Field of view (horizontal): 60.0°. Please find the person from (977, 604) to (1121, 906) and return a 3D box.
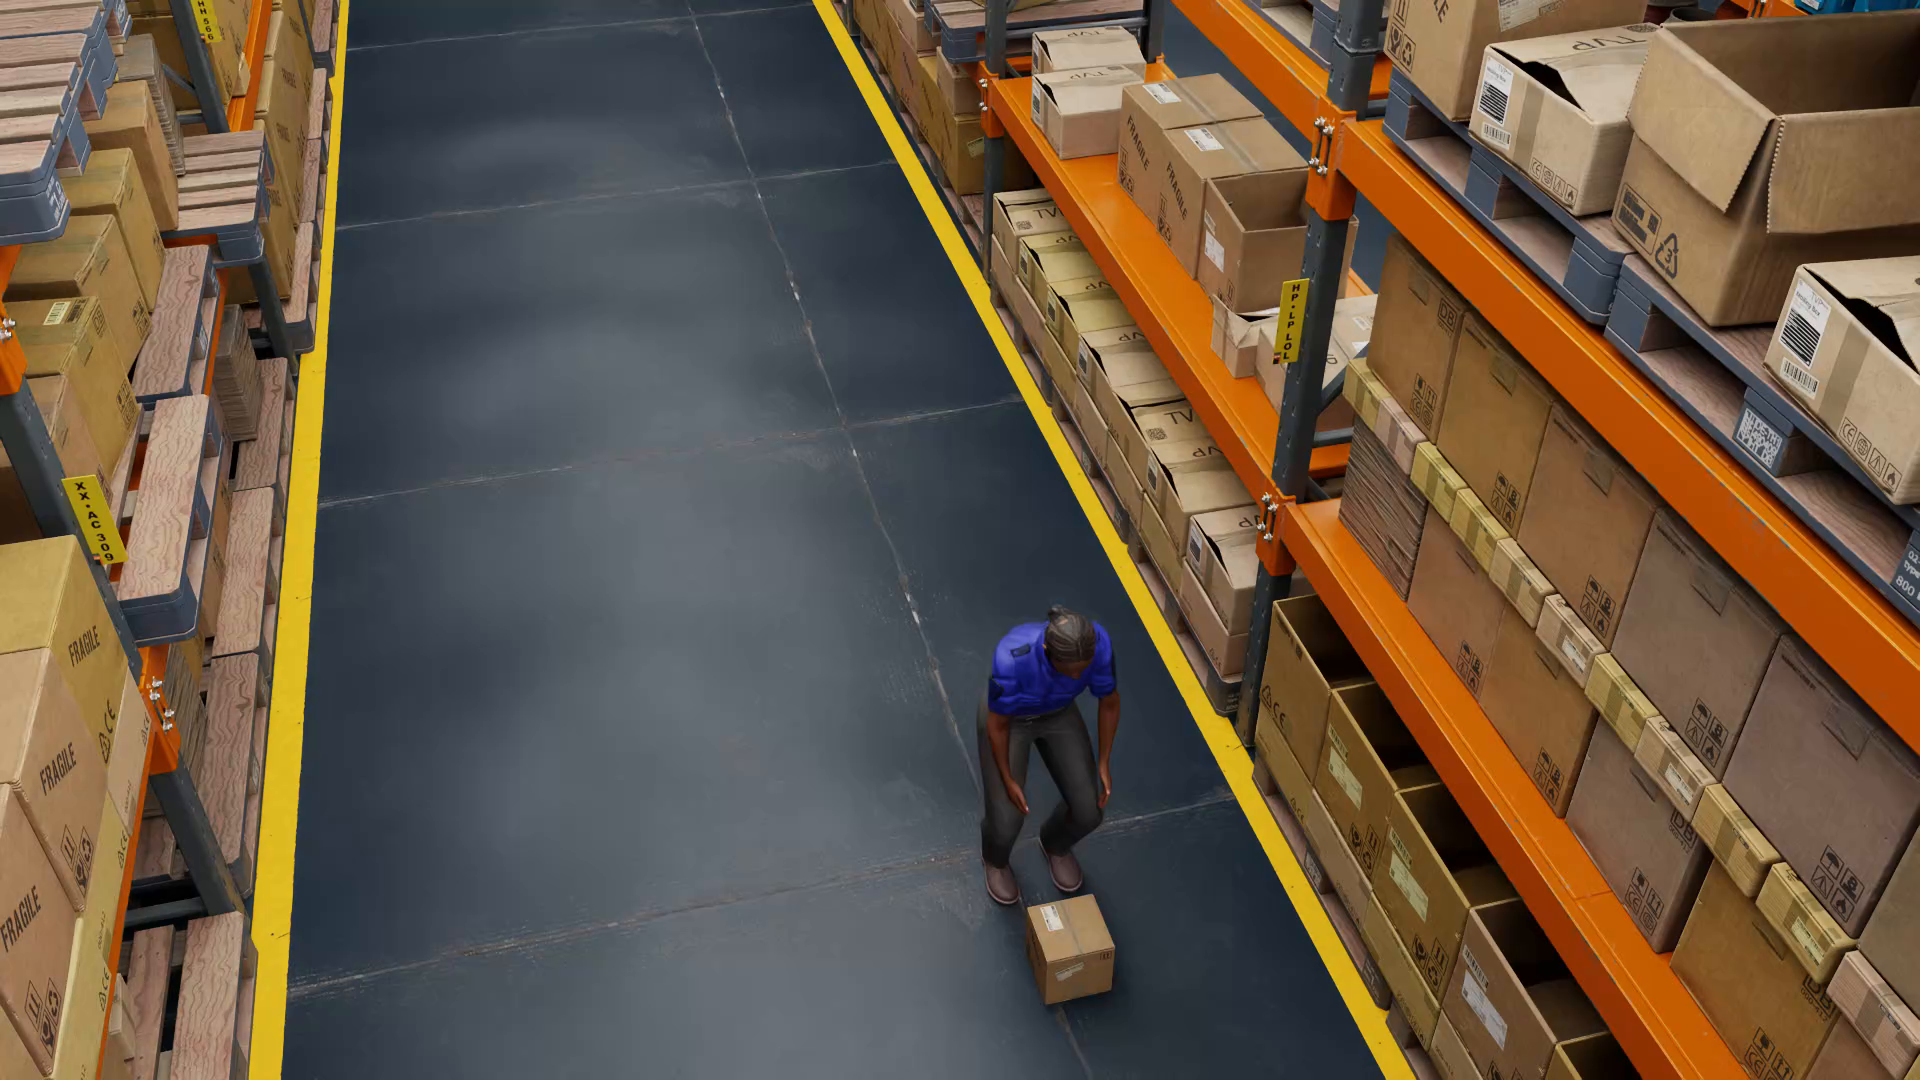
[{"bbox_3d":[0.313,0.724,5.970,0.490,1.465,0.556,-9,39,-11],"label":"person"}]
